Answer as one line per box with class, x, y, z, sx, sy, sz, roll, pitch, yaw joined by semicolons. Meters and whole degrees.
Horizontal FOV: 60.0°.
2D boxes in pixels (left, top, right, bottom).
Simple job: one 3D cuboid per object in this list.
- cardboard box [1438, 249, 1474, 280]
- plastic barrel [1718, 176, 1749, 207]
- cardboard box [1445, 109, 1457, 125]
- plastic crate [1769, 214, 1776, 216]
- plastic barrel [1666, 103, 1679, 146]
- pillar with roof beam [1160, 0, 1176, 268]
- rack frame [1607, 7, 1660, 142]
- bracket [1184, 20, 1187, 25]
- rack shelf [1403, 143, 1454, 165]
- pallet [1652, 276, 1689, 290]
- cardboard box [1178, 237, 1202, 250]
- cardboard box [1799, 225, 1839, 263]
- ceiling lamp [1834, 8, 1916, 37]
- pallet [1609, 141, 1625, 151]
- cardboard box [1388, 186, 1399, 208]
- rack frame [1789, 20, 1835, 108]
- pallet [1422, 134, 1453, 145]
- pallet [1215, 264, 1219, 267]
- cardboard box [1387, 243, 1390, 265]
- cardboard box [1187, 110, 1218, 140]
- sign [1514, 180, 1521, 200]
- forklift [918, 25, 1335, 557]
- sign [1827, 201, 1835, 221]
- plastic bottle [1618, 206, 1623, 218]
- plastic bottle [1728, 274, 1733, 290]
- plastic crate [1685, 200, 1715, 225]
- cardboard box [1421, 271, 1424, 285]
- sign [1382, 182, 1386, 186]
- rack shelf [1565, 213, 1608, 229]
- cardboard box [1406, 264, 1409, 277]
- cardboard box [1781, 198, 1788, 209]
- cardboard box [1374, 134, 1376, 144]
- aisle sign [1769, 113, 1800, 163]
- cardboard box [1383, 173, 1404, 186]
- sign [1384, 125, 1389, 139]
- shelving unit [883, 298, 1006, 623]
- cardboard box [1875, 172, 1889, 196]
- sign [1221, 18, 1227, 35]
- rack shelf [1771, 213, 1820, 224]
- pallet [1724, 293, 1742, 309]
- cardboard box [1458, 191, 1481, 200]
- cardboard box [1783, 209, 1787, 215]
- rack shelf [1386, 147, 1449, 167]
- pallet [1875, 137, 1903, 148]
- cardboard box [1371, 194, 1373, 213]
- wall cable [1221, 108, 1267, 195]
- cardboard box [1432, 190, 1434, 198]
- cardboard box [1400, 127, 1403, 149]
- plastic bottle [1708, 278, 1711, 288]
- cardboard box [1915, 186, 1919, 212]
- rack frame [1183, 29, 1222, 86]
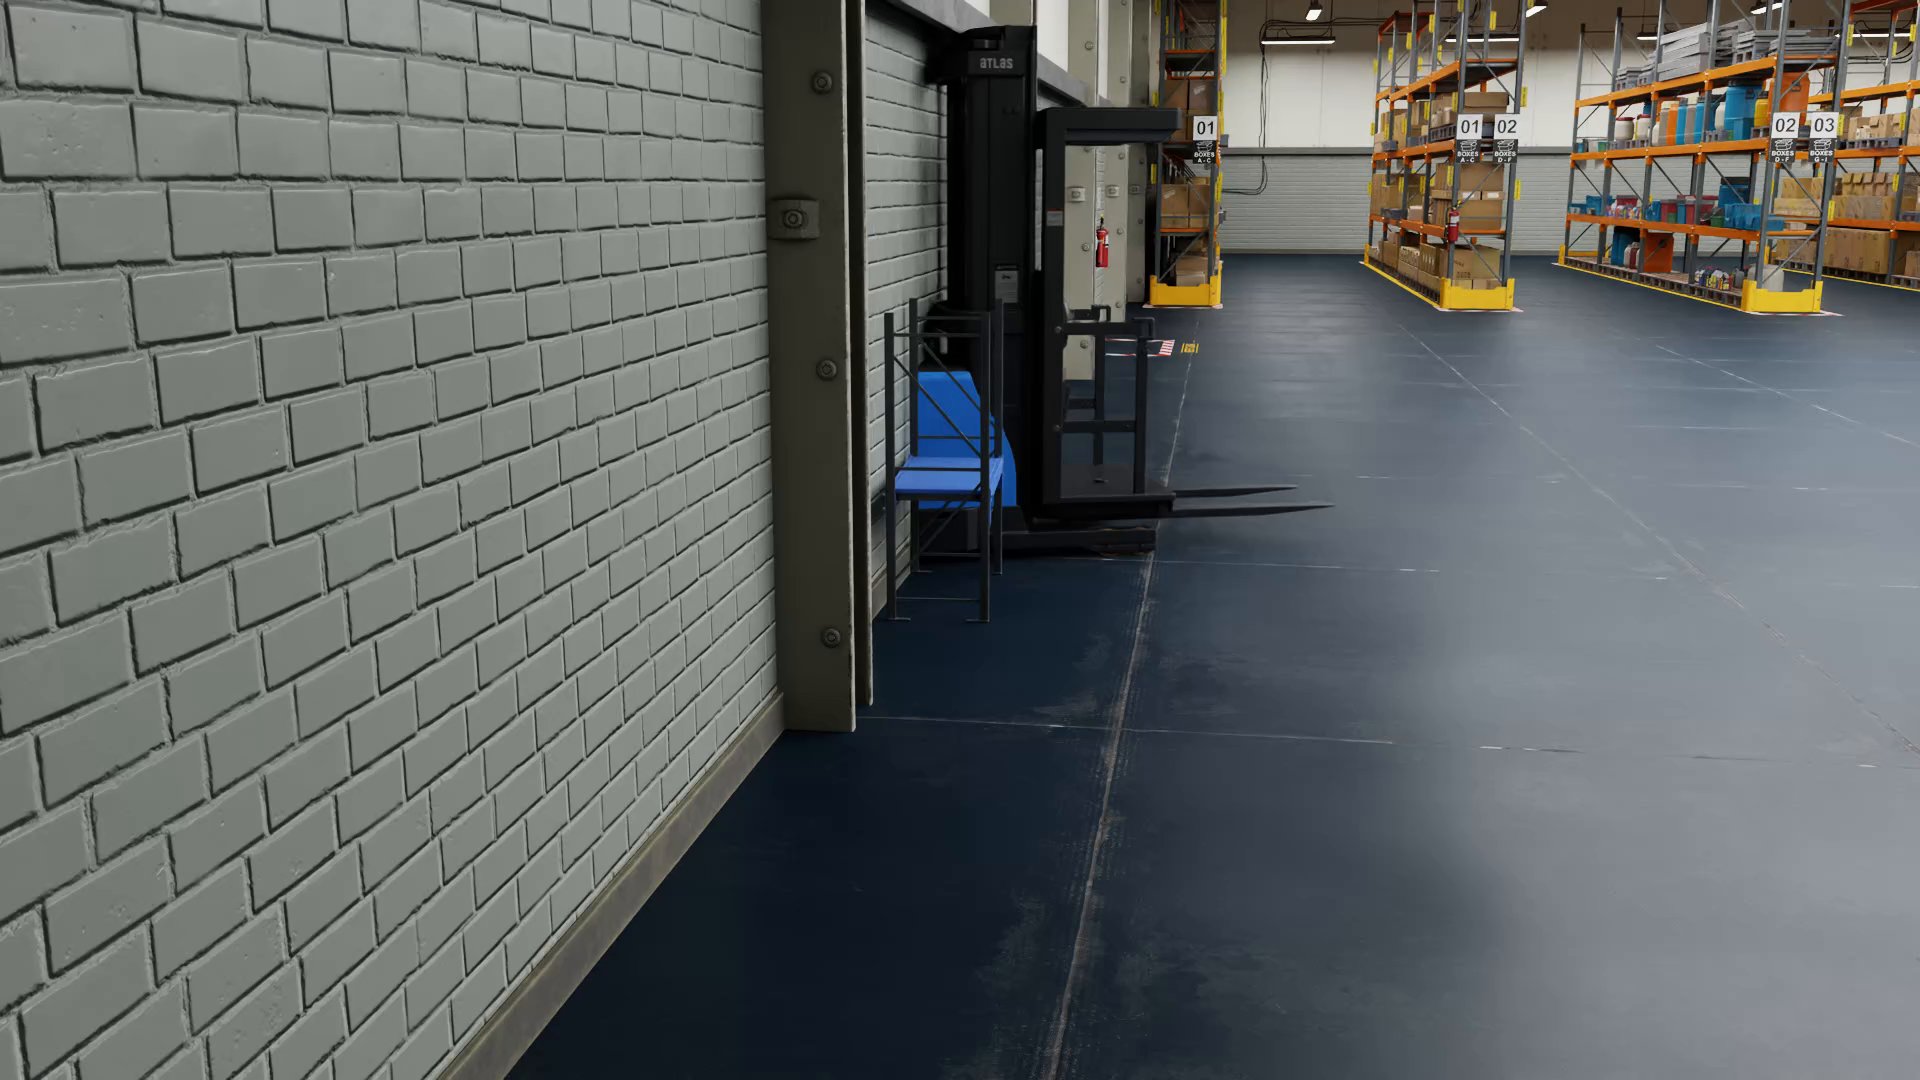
cardboard box;8.580;-4.772;28.768;0.500;0.500;0.500;2;12;9
plastic barrel;14.659;-6.410;31.429;0.600;0.901;0.708;2;12;9
cardboard box;8.708;-7.338;28.832;0.500;0.250;0.500;2;12;9
plastic crate;14.398;-5.783;30.060;0.499;0.251;0.616;2;12;9
plastic barrel;14.474;-8.304;33.264;0.600;0.830;0.708;2;12;9
pillar with roof beam;9.248;-11.048;39.898;9.100;9.000;0.548;2;12;9
rack frame;15.530;-10.693;38.250;1.000;3.000;0.127;2;12;9
bracket;5.805;-13.558;43.002;0.076;0.066;4.783;2;12;9
rack shelf;9.714;-7.787;33.594;1.077;0.370;4.000;2;12;9
pallet;14.568;-5.151;33.394;1.003;0.211;1.213;2;12;9
cardboard box;4.748;-6.130;34.424;0.500;0.250;0.500;2;12;7
cardboard box;20.743;-7.088;39.812;0.875;0.875;0.875;2;12;9
ceiling lamp;23.958;-14.695;42.965;2.000;3.185;0.800;2;12;9
pallet;15.506;-8.968;37.814;1.213;0.211;1.003;2;12;9
cardboard box;10.300;-7.939;38.478;0.700;0.500;0.500;4;13;18
rack frame;21.040;-11.365;41.369;1.000;3.000;0.127;2;12;9
pallet;9.529;-7.813;32.461;0.805;0.209;1.217;1;12;6
pallet;5.512;-6.300;38.727;1.003;0.211;1.213;2;12;9
cardboard box;10.166;-6.607;38.418;0.500;0.500;0.500;2;12;9
cardboard box;4.194;-7.170;28.737;0.500;0.500;0.500;2;12;10
sign;9.339;-5.866;27.850;0.100;0.325;0.005;2;12;9
forklift;0.686;-1.442;9.729;3.031;2.935;1.130;-2;12;-9
sign;14.228;-5.379;27.175;0.100;0.325;0.005;2;12;9
plastic bottle;14.905;-7.374;37.387;0.152;0.276;0.135;2;12;9
plastic bottle;13.705;-4.594;29.594;0.061;0.283;0.133;2;12;9
plastic crate;14.072;-6.237;31.661;0.402;0.464;0.583;2;12;9
cardboard box;8.953;-4.927;31.264;0.500;0.250;0.500;2;12;9
sign;10.099;-8.361;39.613;0.100;0.325;0.005;2;12;9
rack shelf;15.838;-7.825;40.889;1.077;0.370;4.000;2;12;9
cardboard box;9.421;-5.531;34.066;0.500;0.250;0.500;2;12;10
cardboard box;20.626;-8.305;41.059;0.500;0.250;0.500;2;12;8
cardboard box;10.916;-10.293;42.684;0.500;0.250;0.500;2;12;9
aisle sign;13.380;-6.528;26.992;0.394;0.787;0.004;2;12;9
cardboard box;10.459;-8.573;40.042;0.500;0.500;0.500;2;12;9
sign;10.099;-9.656;39.334;0.100;0.325;0.005;2;12;9
shelving unit;-0.064;-0.443;8.490;0.538;1.500;1.048;1;12;5
cardboard box;20.041;-7.594;35.490;0.797;0.503;0.637;2;12;10
sign;5.044;-9.822;31.806;0.100;0.325;0.005;2;12;9
rack shelf;20.732;-7.664;40.145;1.077;0.370;4.000;2;12;9
pallet;13.780;-4.085;28.449;1.003;0.211;1.213;2;12;9
cardboard box;8.662;-5.875;28.358;0.380;0.149;0.250;2;12;8
cardboard box;20.543;-8.085;40.987;0.380;0.149;0.250;2;12;8
rack shelf;10.329;-8.620;37.458;1.077;0.370;4.000;2;12;9
pallet;19.856;-8.277;34.607;1.213;0.211;1.003;2;12;11
cardboard box;10.923;-8.719;43.094;0.500;0.500;0.500;2;12;10
wall cable;7.579;-11.494;49.340;3.097;2.526;0.112;2;12;9
cardboard box;9.174;-6.572;31.593;0.380;0.149;0.250;2;12;9
cardboard box;10.134;-8.802;36.359;0.910;0.500;0.500;2;12;9
plastic bottle;13.670;-4.690;30.233;0.097;0.201;0.097;0;12;0
cardboard box;19.766;-6.907;33.691;0.500;0.500;0.500;0;12;2
rack frame;6.357;-11.846;43.603;1.000;3.000;0.127;2;12;9
